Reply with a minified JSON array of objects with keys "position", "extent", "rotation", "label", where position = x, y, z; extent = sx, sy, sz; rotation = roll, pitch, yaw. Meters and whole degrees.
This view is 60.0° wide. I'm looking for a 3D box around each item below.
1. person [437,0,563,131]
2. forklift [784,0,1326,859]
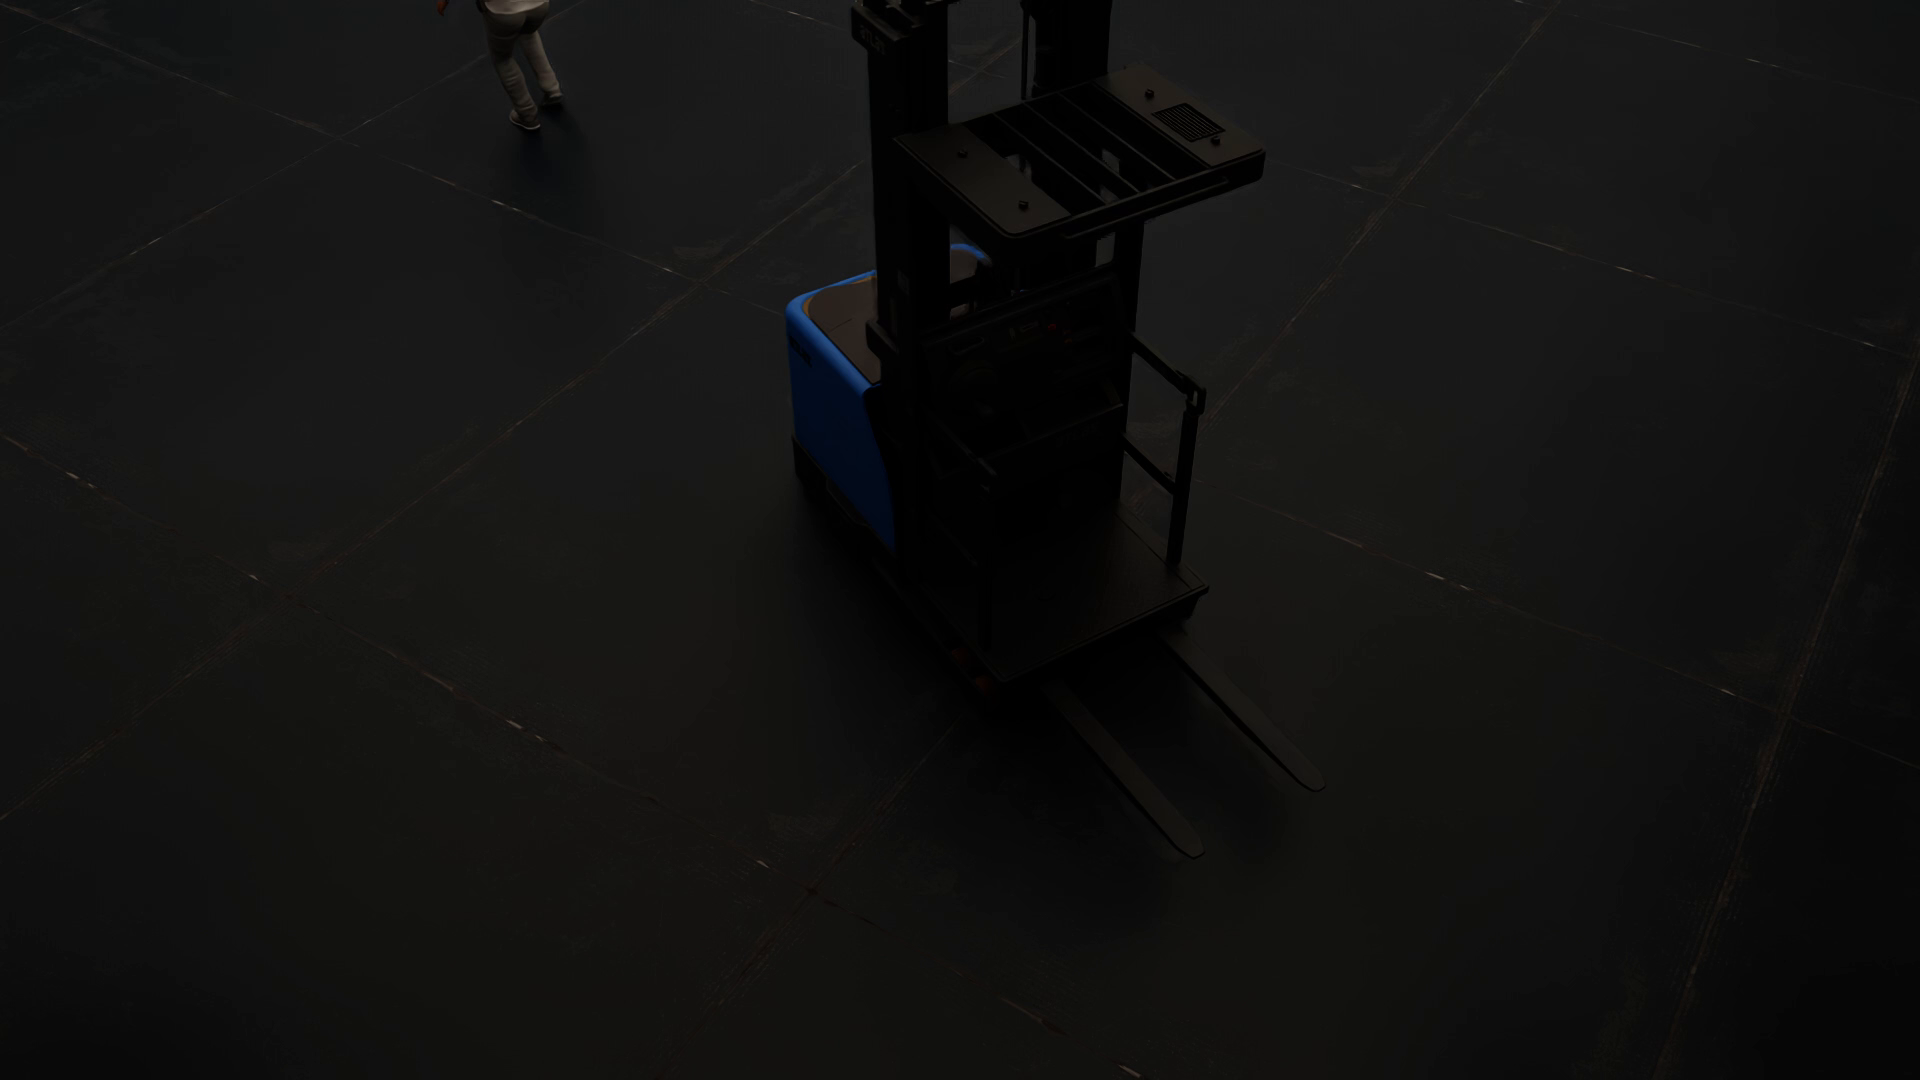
[{"position":[-2.820,-3.313,10.314],"extent":[0.785,1.673,0.489],"rotation":[-34,53,-31],"label":"person"},{"position":[0.383,-0.688,6.574],"extent":[1.130,2.935,3.031],"rotation":[-23,48,-22],"label":"forklift"}]
